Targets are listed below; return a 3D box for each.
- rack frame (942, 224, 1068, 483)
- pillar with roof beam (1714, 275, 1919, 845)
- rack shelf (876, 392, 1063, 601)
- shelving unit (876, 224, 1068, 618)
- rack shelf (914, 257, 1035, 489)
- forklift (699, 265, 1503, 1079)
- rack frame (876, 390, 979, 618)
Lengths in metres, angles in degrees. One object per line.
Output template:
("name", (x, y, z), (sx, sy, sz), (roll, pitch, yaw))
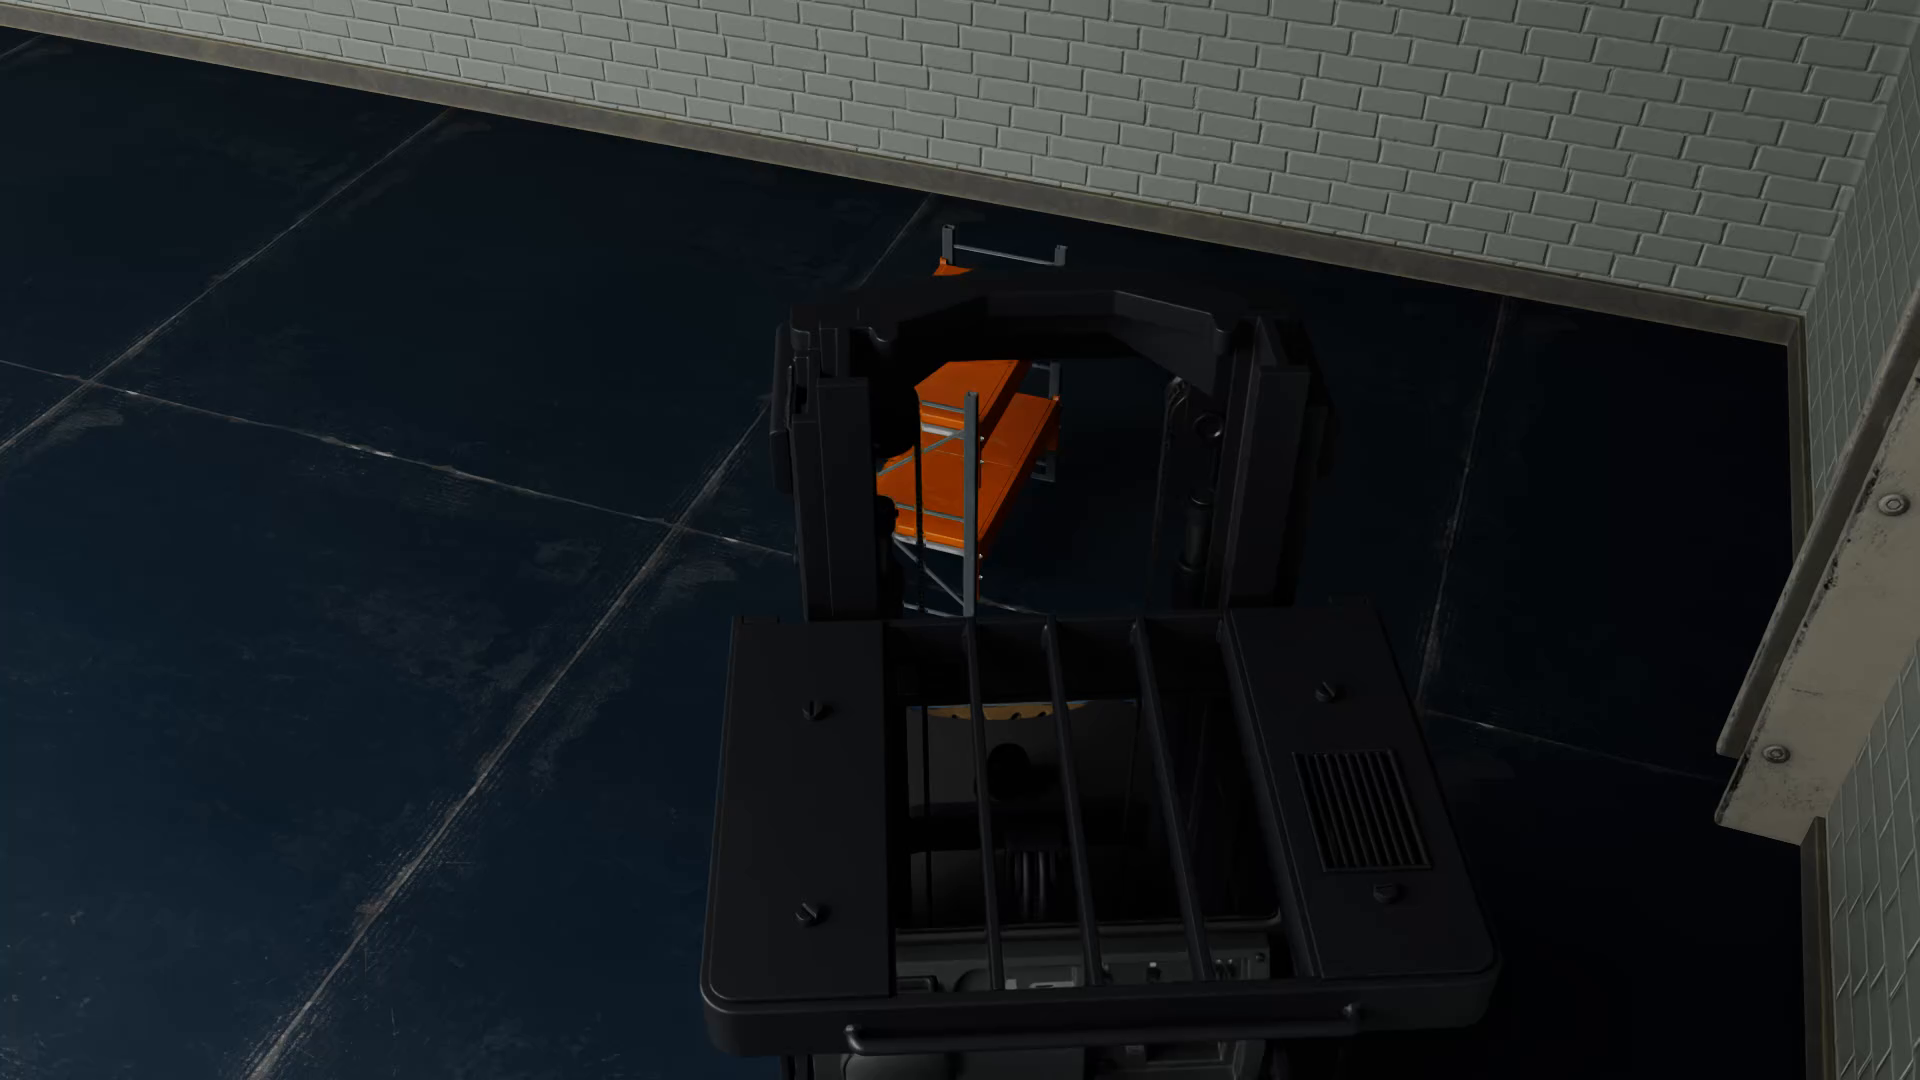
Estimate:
("rack frame", (0.172, -0.734, 6.743), (0.500, 1.125, 0.032), (13, 42, 15))
("pillar with roof beam", (-1.280, -3.506, 3.926), (9.100, 9.000, 0.400), (13, 42, 15))
("rack shelf", (-0.002, -0.238, 6.539), (0.538, 0.278, 1.000), (13, 42, 15))
("shelving unit", (-0.002, -0.424, 6.380), (0.538, 1.125, 1.048), (13, 42, 15))
("rack shelf", (-0.002, -0.646, 6.190), (0.538, 0.278, 1.000), (13, 42, 15))
("forklift", (0.176, 1.087, 3.218), (1.130, 2.935, 3.031), (-2, 41, -2))
("rack frame", (-0.176, -0.114, 6.017), (0.500, 1.125, 0.032), (13, 42, 15))
